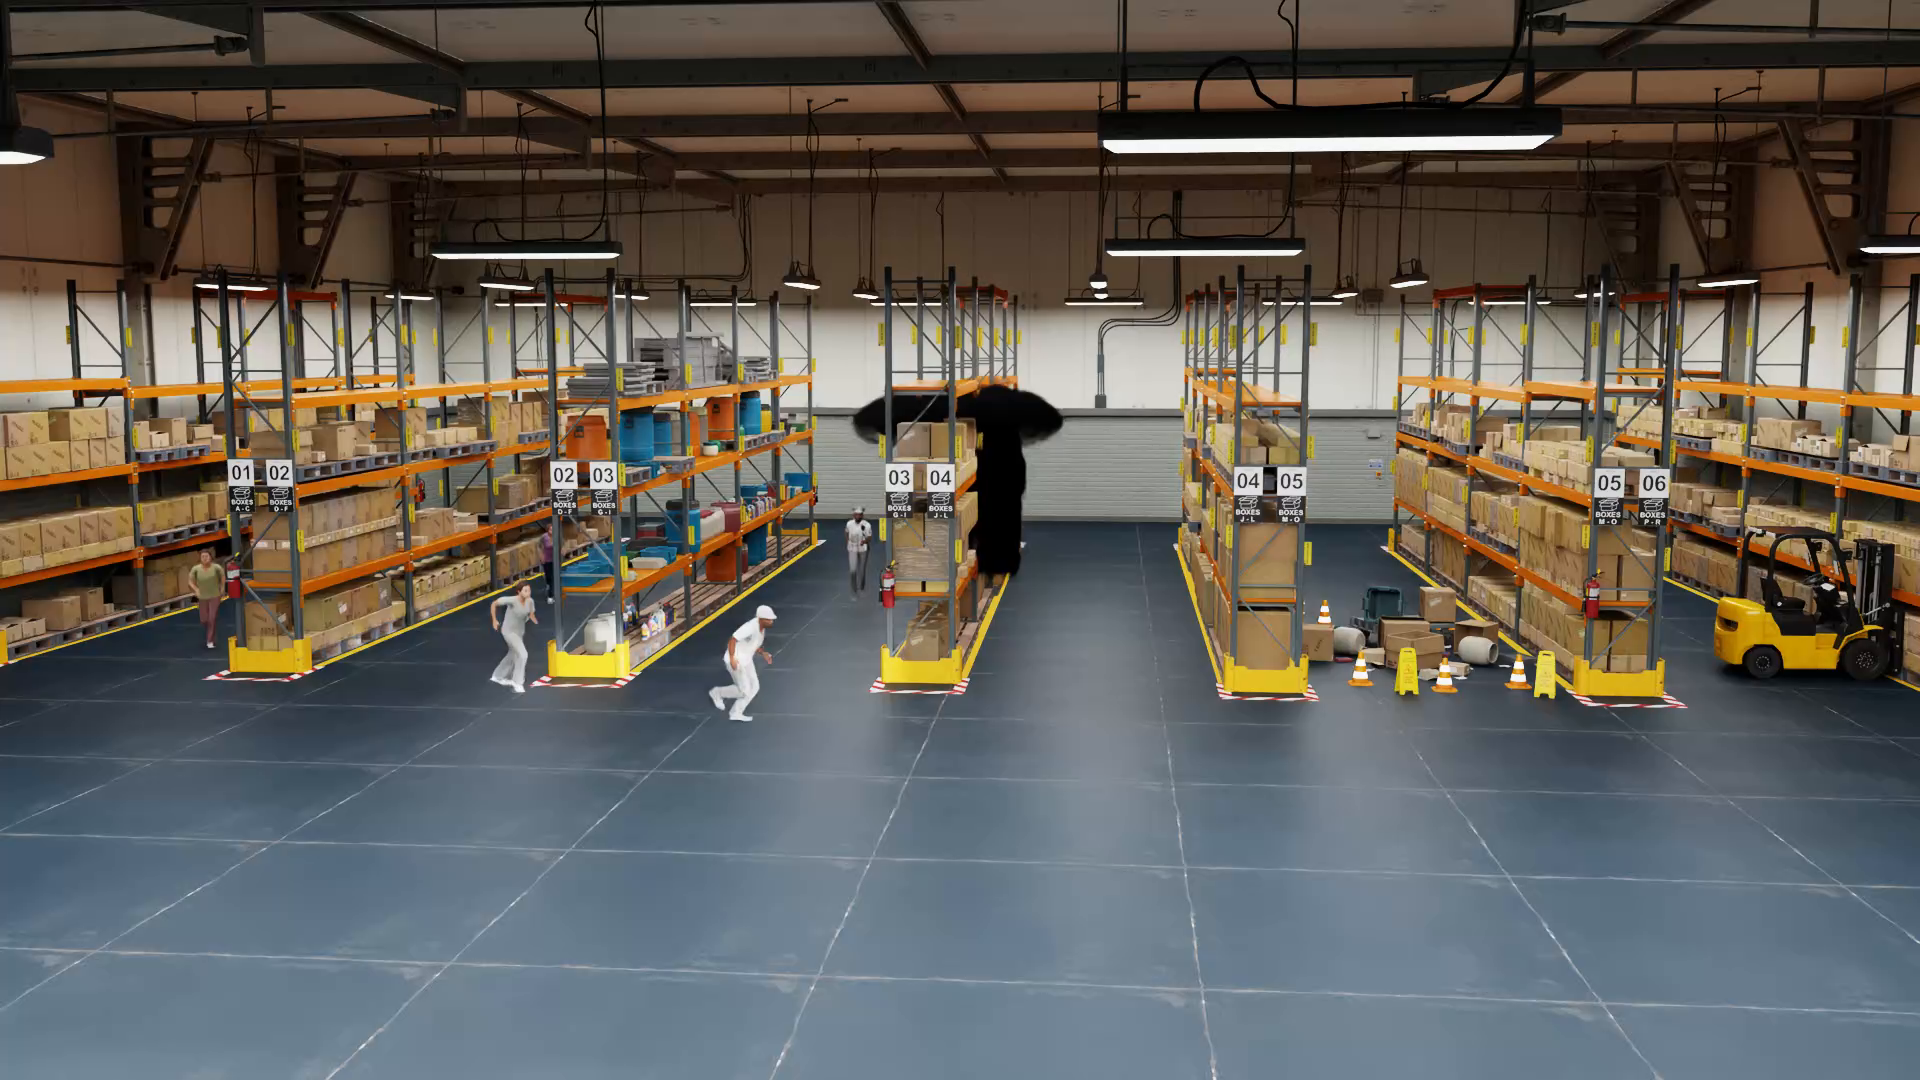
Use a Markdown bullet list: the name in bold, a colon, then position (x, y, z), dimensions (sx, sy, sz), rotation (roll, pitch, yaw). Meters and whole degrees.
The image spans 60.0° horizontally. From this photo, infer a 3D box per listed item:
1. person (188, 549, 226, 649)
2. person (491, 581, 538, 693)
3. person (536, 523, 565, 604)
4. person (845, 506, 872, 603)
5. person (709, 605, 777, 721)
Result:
- **person**: position (-12.224, 0.932, 27.068), dimensions (0.576, 1.618, 0.720), rotation (-2, 7, -15)
- **person**: position (-6.350, 1.387, 23.585), dimensions (0.906, 1.664, 0.596), rotation (5, 8, 35)
- **person**: position (-7.816, 0.415, 31.743), dimensions (0.551, 1.550, 0.869), rotation (-3, 7, -21)
- **person**: position (-1.847, 0.251, 30.210), dimensions (0.487, 1.767, 0.783), rotation (0, 7, -3)
- **person**: position (-2.840, 1.612, 21.682), dimensions (0.982, 1.560, 0.721), rotation (2, 7, 19)
